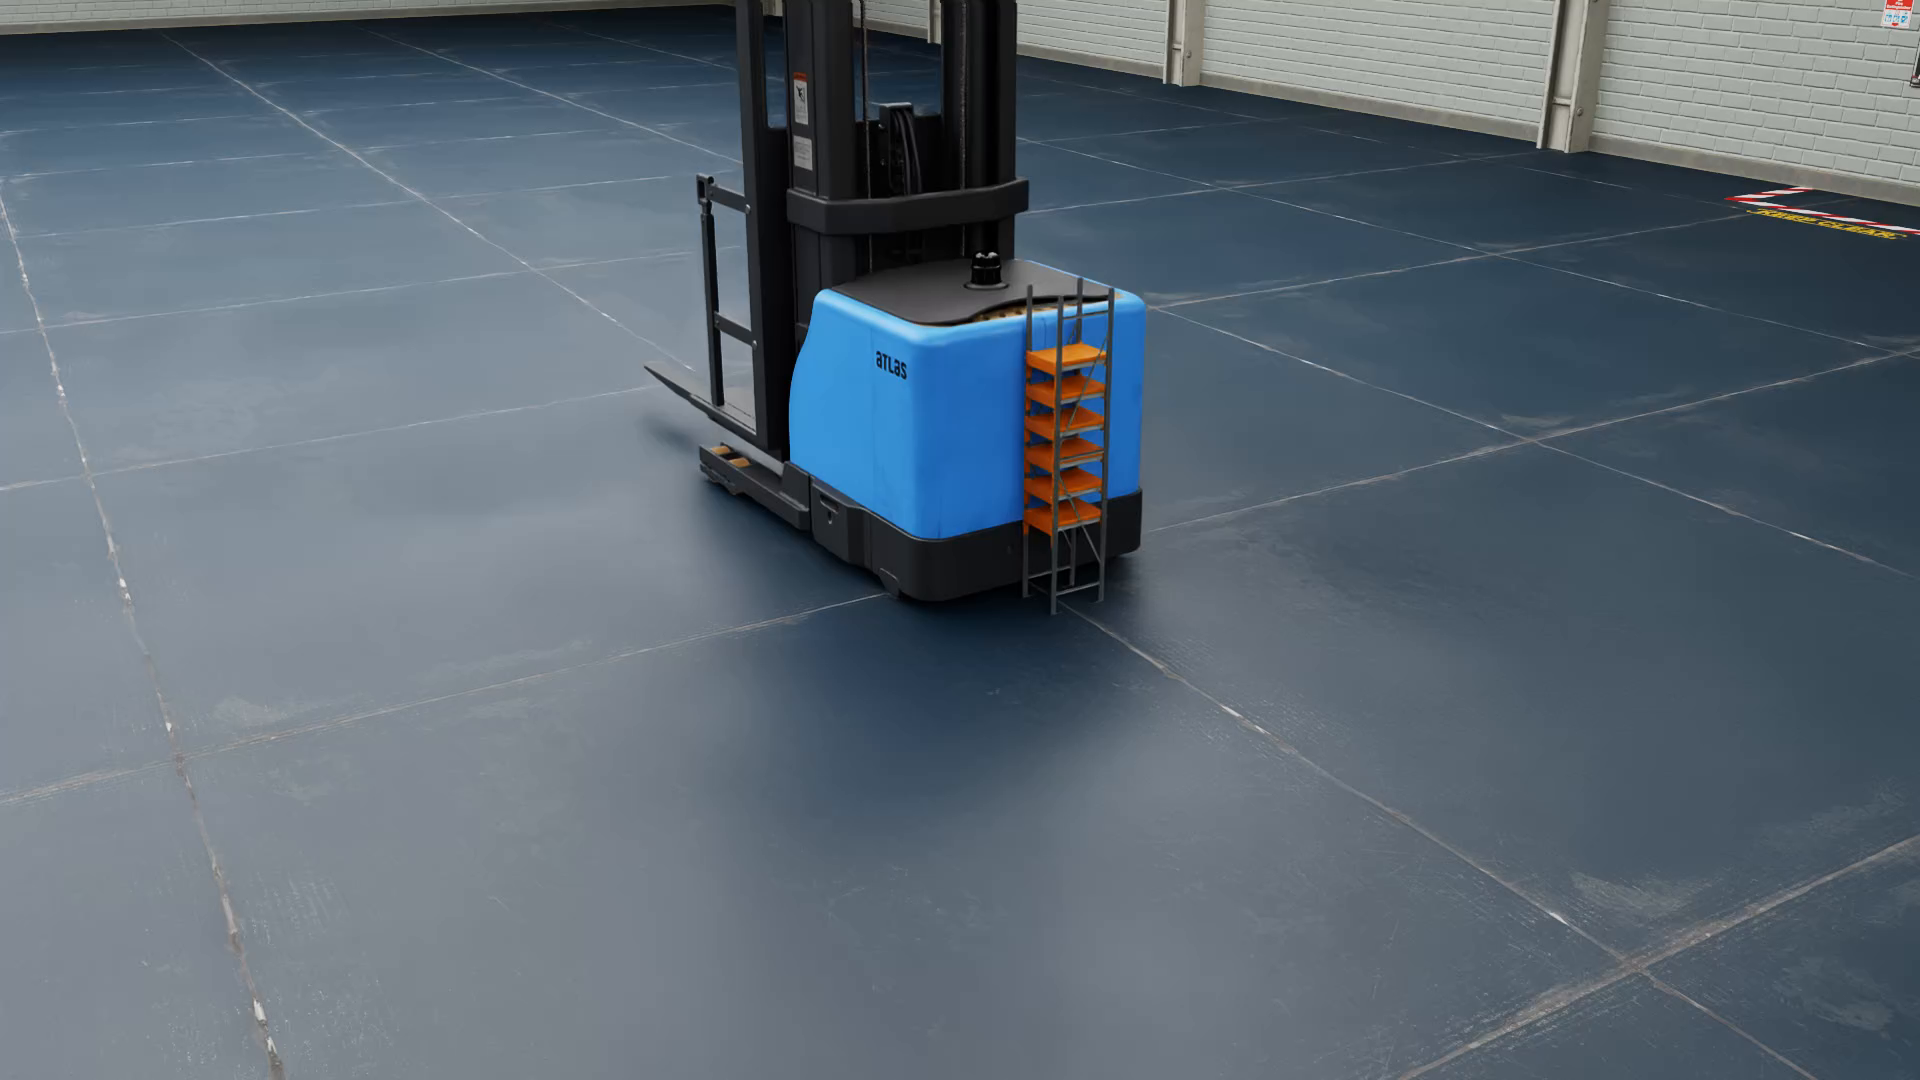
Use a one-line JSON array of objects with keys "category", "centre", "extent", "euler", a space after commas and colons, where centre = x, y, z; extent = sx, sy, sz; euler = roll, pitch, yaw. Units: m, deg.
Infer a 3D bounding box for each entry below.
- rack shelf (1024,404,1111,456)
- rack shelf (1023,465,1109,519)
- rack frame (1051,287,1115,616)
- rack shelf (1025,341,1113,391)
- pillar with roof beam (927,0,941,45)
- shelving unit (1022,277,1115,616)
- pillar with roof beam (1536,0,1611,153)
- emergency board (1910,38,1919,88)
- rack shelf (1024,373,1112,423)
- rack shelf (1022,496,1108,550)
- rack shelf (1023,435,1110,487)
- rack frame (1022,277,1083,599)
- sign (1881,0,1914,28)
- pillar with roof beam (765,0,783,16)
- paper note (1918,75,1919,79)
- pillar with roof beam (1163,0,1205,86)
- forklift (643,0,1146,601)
[{"category": "rack shelf", "centre": [0.387, -0.399, 6.000], "extent": [0.258, 0.103, 0.180], "euler": [-14, 26, -30]}, {"category": "rack shelf", "centre": [0.387, -0.177, 6.090], "extent": [0.258, 0.103, 0.180], "euler": [-14, 26, -30]}, {"category": "rack frame", "centre": [0.436, -0.300, 5.957], "extent": [0.240, 1.200, 0.006], "euler": [-14, 26, -30]}, {"category": "rack shelf", "centre": [0.387, -0.622, 5.909], "extent": [0.258, 0.103, 0.180], "euler": [-14, 26, -30]}, {"category": "pillar with roof beam", "centre": [-3.972, -11.024, 21.983], "extent": [9.100, 9.000, 0.400], "euler": [-13, 25, -28]}, {"category": "shelving unit", "centre": [0.387, -0.329, 6.028], "extent": [0.258, 1.200, 0.189], "euler": [-14, 26, -30]}, {"category": "pillar with roof beam", "centre": [2.157, -7.139, 12.426], "extent": [9.100, 9.000, 0.400], "euler": [-13, 25, -28]}, {"category": "emergency board", "centre": [7.705, -4.060, 12.816], "extent": [0.157, 1.169, 0.626], "euler": [-13, 25, -28]}, {"category": "rack shelf", "centre": [0.387, -0.510, 5.954], "extent": [0.258, 0.103, 0.180], "euler": [-14, 26, -30]}, {"category": "rack shelf", "centre": [0.387, -0.066, 6.135], "extent": [0.258, 0.103, 0.180], "euler": [-14, 26, -30]}, {"category": "rack shelf", "centre": [0.387, -0.288, 6.045], "extent": [0.258, 0.103, 0.180], "euler": [-14, 26, -30]}, {"category": "rack frame", "centre": [0.337, -0.358, 6.099], "extent": [0.240, 1.200, 0.006], "euler": [-14, 26, -30]}, {"category": "sign", "centre": [7.500, -4.269, 13.283], "extent": [0.001, 0.329, 0.234], "euler": [-13, 25, -28]}, {"category": "pillar with roof beam", "centre": [-7.037, -12.966, 26.761], "extent": [9.100, 9.000, 0.400], "euler": [-13, 25, -28]}, {"category": "paper note", "centre": [7.663, -3.716, 13.140], "extent": [0.016, 0.148, 0.142], "euler": [-13, 25, -28]}, {"category": "pillar with roof beam", "centre": [-0.907, -9.082, 17.204], "extent": [9.100, 9.000, 0.400], "euler": [-13, 25, -28]}, {"category": "forklift", "centre": [-0.506, -1.637, 6.946], "extent": [1.130, 2.935, 3.031], "euler": [-14, 26, -30]}]
